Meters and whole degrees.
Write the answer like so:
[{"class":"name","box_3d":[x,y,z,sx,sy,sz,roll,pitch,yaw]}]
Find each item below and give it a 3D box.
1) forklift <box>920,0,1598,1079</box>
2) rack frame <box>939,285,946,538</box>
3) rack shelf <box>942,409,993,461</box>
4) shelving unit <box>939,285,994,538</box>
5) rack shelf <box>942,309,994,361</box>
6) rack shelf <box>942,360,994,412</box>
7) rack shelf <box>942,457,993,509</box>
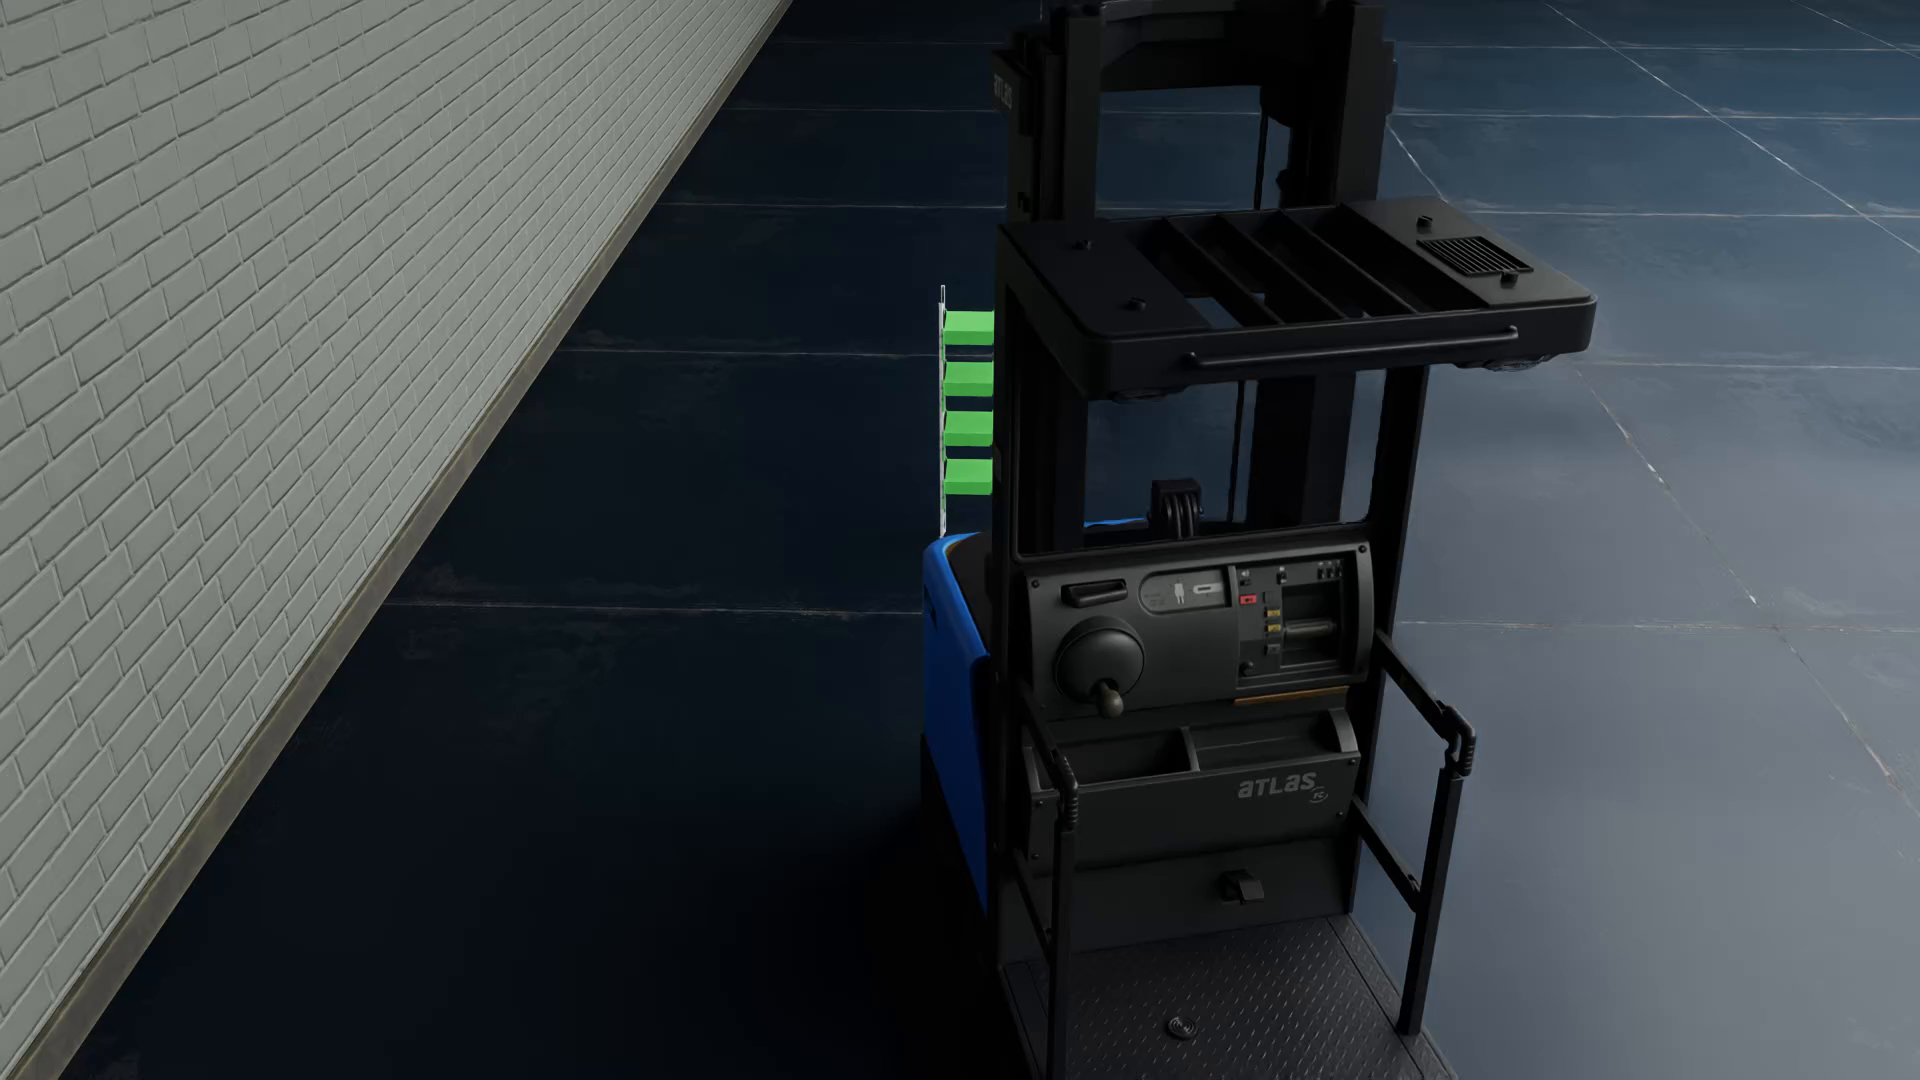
[{"class":"forklift","box_3d":[0.674,0.269,4.114,1.130,2.935,3.031,-6,28,-11]},{"class":"rack frame","box_3d":[-0.078,-0.531,7.471,0.015,1.200,0.240,1,28,2]},{"class":"rack shelf","box_3d":[0.165,-0.471,7.494,0.480,0.148,0.258,1,28,2]},{"class":"shelving unit","box_3d":[0.165,-0.527,7.464,0.503,1.200,0.258,1,28,2]},{"class":"rack shelf","box_3d":[0.165,-0.895,7.269,0.480,0.148,0.258,1,28,2]},{"class":"rack shelf","box_3d":[0.165,-0.683,7.381,0.480,0.148,0.258,1,28,2]},{"class":"rack shelf","box_3d":[0.165,-0.259,7.606,0.480,0.148,0.258,1,28,2]}]
